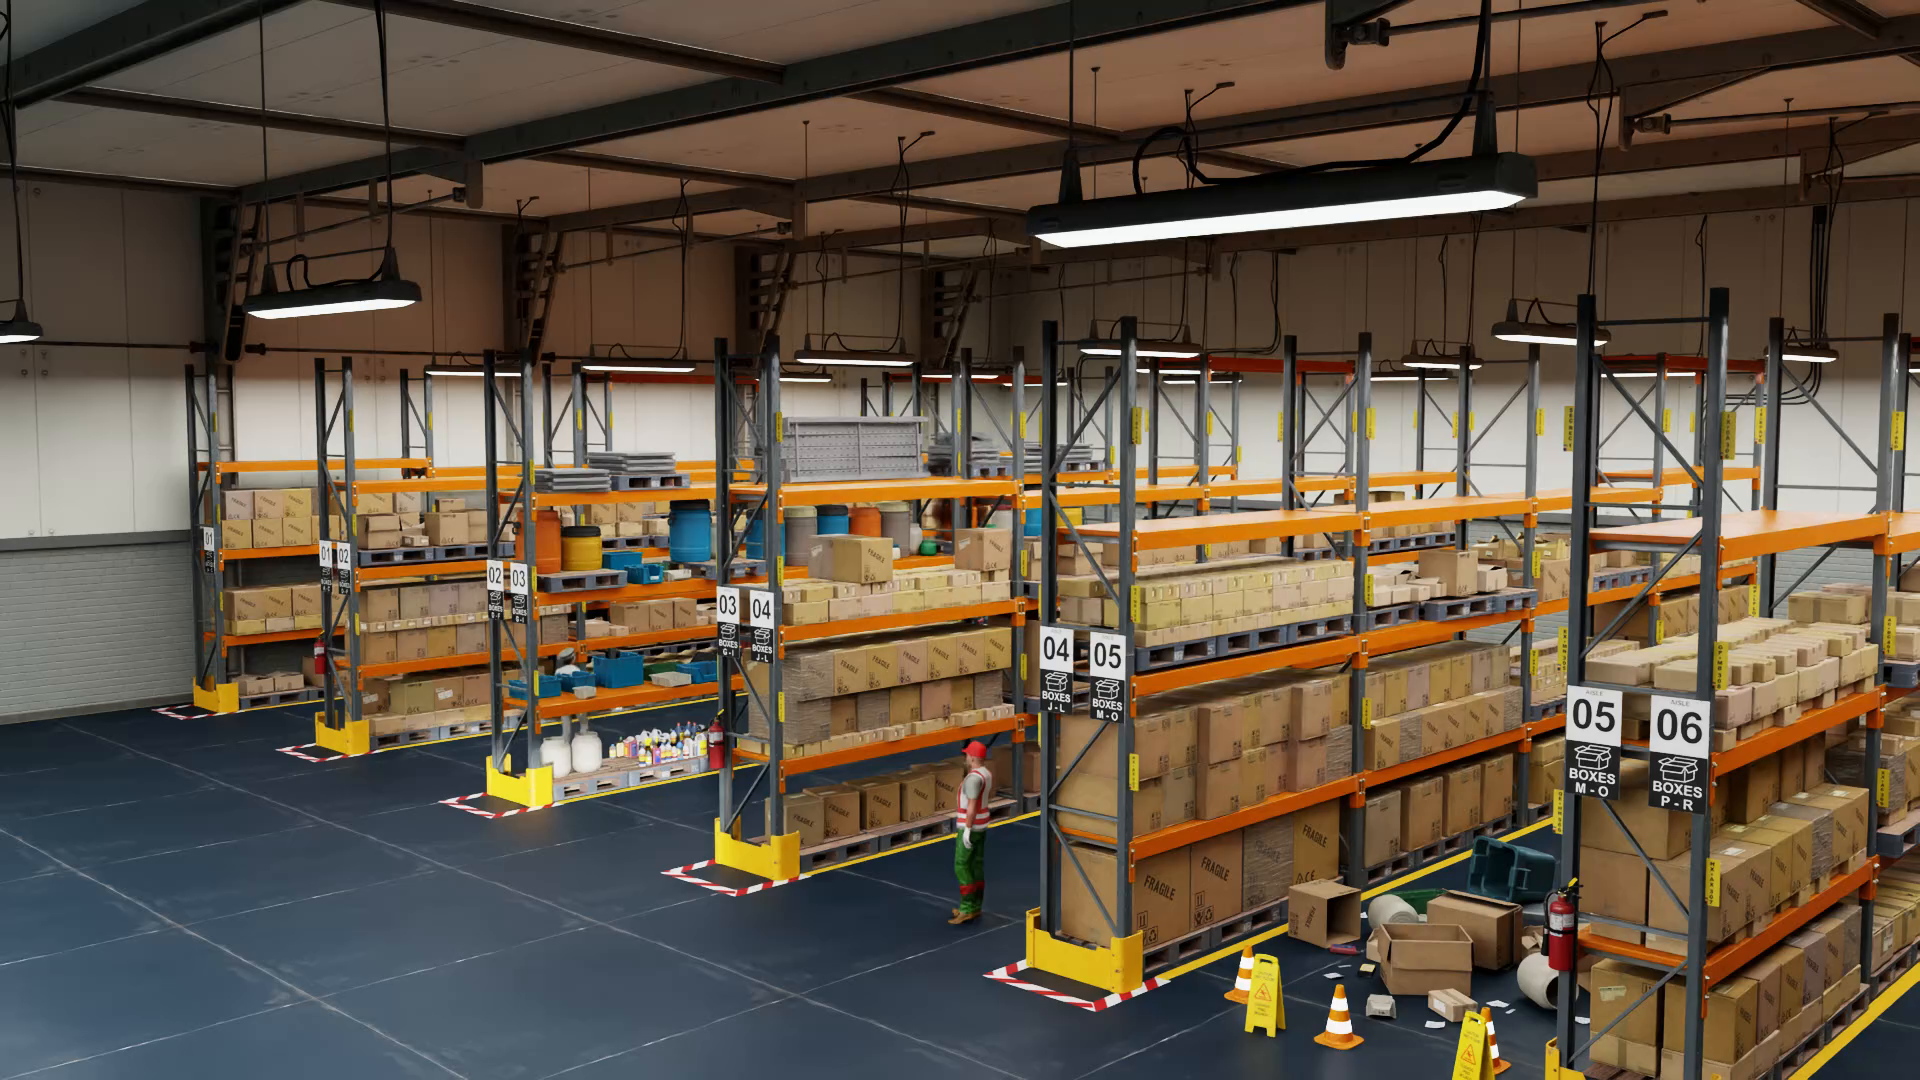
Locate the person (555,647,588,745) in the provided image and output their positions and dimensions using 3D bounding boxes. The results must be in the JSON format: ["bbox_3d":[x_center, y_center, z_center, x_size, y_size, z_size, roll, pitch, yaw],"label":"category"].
[{"bbox_3d":[-5.754,2.456,24.631,0.497,1.746,0.513,0,4,2],"label":"person"}]

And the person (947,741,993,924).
[{"bbox_3d":[0.107,2.976,17.018,0.375,1.828,0.620,2,5,21],"label":"person"}]
